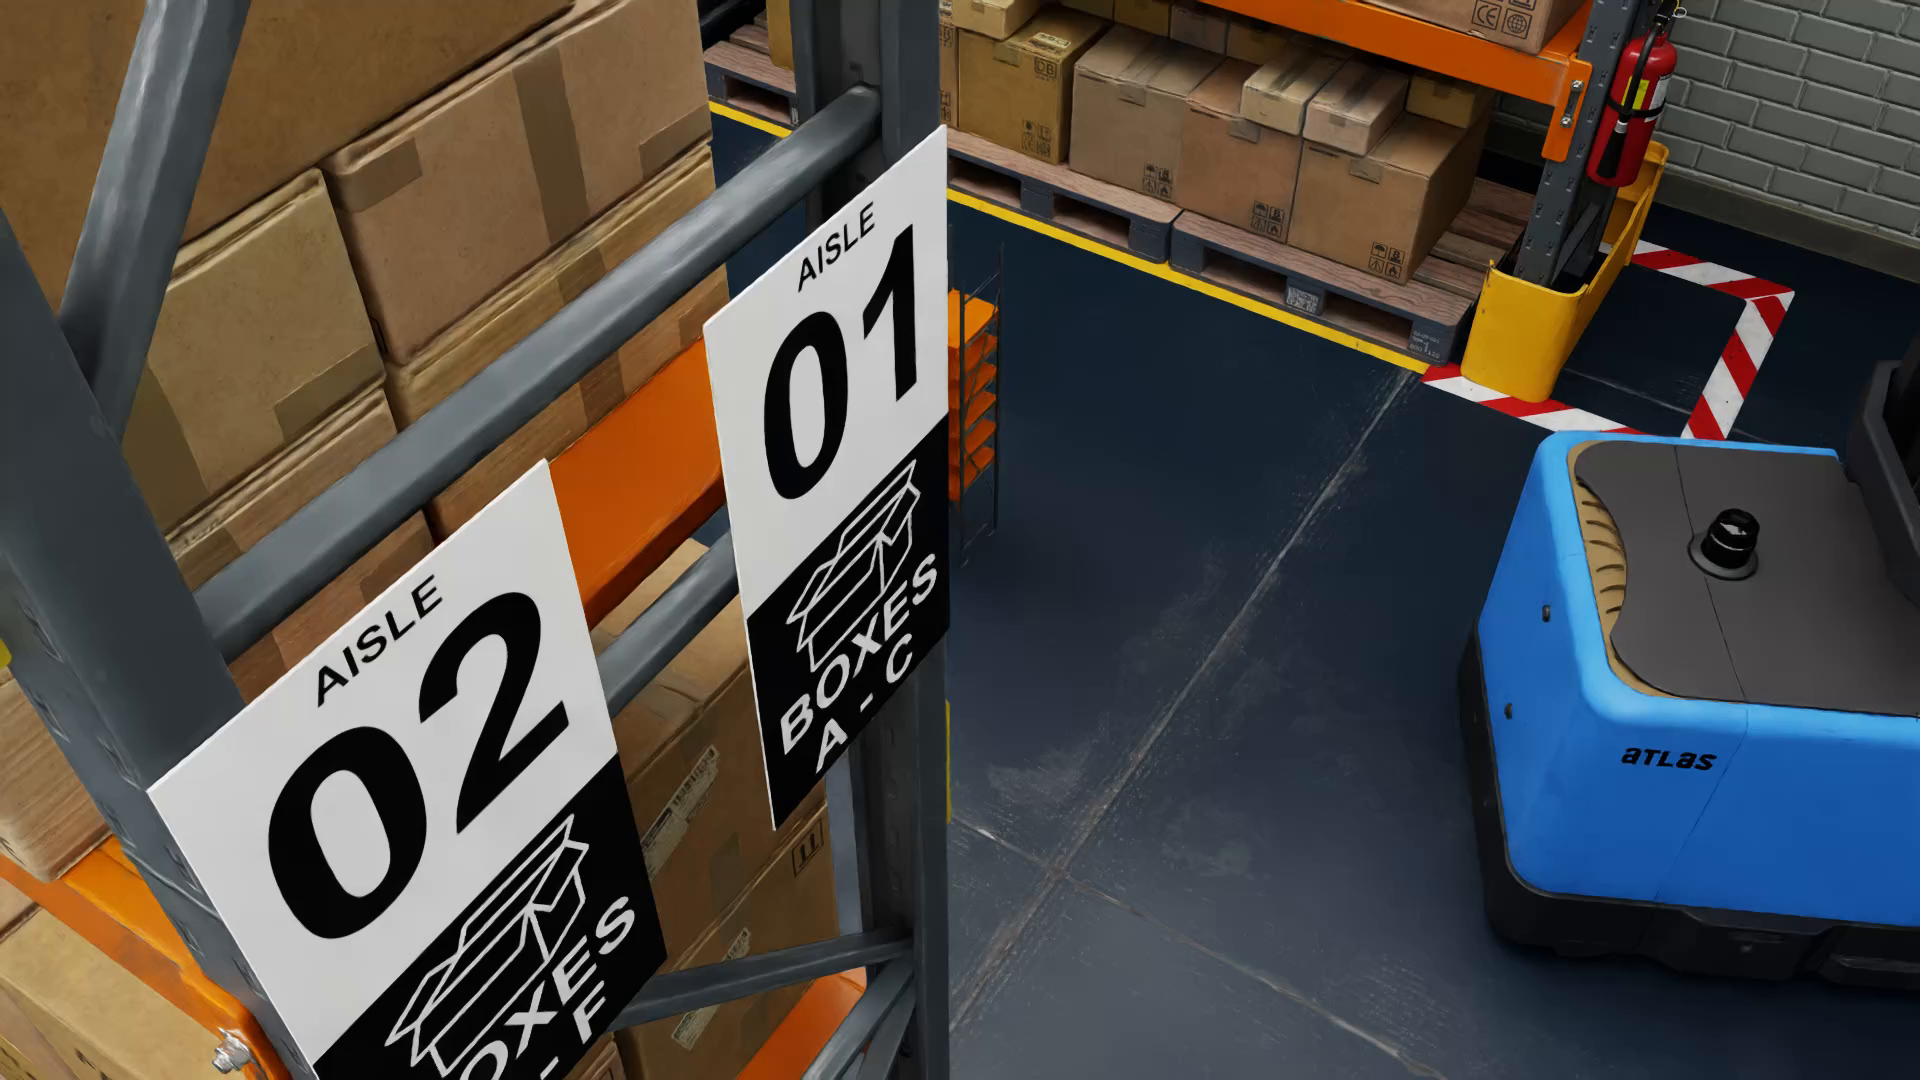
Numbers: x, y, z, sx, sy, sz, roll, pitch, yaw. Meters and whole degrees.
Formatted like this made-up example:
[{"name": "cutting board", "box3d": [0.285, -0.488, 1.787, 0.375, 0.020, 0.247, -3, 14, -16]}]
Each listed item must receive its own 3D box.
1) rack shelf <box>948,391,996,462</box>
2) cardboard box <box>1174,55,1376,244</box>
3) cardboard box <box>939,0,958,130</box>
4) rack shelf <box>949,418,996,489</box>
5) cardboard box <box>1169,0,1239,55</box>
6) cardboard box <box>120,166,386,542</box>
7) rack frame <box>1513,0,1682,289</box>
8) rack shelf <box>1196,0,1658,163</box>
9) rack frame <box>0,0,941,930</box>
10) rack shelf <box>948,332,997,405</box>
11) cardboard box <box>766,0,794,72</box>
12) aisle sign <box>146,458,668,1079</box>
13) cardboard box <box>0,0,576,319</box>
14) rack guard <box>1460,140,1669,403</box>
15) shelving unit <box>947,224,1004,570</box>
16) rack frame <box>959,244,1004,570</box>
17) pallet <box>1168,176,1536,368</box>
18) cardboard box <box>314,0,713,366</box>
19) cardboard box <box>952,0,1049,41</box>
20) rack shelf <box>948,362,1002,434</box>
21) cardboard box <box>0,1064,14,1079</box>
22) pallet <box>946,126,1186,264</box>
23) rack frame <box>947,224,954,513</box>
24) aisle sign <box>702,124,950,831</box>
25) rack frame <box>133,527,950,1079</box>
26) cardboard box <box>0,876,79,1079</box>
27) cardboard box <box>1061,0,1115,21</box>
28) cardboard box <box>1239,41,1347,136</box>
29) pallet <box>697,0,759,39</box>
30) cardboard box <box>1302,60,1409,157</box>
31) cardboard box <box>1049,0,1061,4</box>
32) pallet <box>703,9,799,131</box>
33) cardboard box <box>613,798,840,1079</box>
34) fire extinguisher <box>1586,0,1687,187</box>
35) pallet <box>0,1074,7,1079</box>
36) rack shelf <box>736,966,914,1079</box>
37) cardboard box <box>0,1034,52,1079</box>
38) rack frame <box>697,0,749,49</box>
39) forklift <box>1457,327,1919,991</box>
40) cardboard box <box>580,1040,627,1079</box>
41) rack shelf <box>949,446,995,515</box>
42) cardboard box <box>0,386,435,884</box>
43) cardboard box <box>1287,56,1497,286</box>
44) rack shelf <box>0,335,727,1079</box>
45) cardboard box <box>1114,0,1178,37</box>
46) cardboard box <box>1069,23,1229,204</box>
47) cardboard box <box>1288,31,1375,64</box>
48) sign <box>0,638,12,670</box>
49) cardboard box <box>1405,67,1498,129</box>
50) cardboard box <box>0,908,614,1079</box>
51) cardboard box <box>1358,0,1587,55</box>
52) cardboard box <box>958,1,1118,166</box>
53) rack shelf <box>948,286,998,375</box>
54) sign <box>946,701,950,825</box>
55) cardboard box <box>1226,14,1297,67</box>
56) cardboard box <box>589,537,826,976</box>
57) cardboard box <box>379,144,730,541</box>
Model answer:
[{"name": "rack shelf", "box3d": [-0.012, -0.393, 5.357, 0.180, 0.103, 0.258, 25, 51, 22]}, {"name": "cardboard box", "box3d": [1.269, -1.650, 6.712, 0.500, 0.500, 0.700, 25, 51, 22]}, {"name": "cardboard box", "box3d": [-0.039, -2.246, 7.291, 0.500, 0.500, 0.700, 24, 51, 22]}, {"name": "rack shelf", "box3d": [-0.012, -0.309, 5.443, 0.180, 0.103, 0.258, 25, 51, 22]}, {"name": "cardboard box", "box3d": [1.051, -2.145, 6.741, 0.250, 0.149, 0.380, 25, 51, 23]}, {"name": "cardboard box", "box3d": [-0.908, -0.191, 1.508, 0.500, 0.250, 0.500, 25, 51, 22]}, {"name": "rack frame", "box3d": [2.333, -1.970, 5.573, 0.127, 3.000, 1.000, 25, 51, 22]}, {"name": "rack shelf", "box3d": [0.650, -2.494, 6.584, 4.000, 0.370, 1.077, 25, 51, 22]}, {"name": "rack frame", "box3d": [-0.338, -1.069, 0.514, 0.127, 3.000, 1.000, 25, 51, 22]}, {"name": "rack shelf", "box3d": [-0.012, -0.560, 5.185, 0.180, 0.103, 0.258, 25, 51, 22]}, {"name": "cardboard box", "box3d": [-0.460, -2.443, 7.482, 0.500, 0.500, 0.700, 25, 51, 23]}, {"name": "aisle sign", "box3d": [-0.446, 0.327, 1.528, 0.004, 0.787, 0.394, 25, 51, 22]}, {"name": "cardboard box", "box3d": [-0.779, -0.596, 1.379, 0.500, 0.500, 0.700, 25, 51, 22]}, {"name": "rack guard", "box3d": [2.353, -1.090, 6.460, 0.348, 0.500, 1.175, 25, 51, 22]}, {"name": "shelving unit", "box3d": [-0.012, -0.424, 5.325, 0.189, 1.200, 0.258, 25, 51, 22]}, {"name": "rack frame", "box3d": [0.065, -0.388, 5.291, 0.006, 1.200, 0.240, 25, 51, 22]}, {"name": "pallet", "box3d": [1.618, -1.261, 6.828, 1.213, 0.211, 1.003, 25, 51, 22]}, {"name": "cardboard box", "box3d": [-0.630, -0.502, 1.810, 0.500, 0.250, 0.500, 25, 51, 22]}, {"name": "cardboard box", "box3d": [0.170, -2.224, 6.818, 0.250, 0.149, 0.380, 23, 50, 21]}, {"name": "rack shelf", "box3d": [-0.012, -0.476, 5.271, 0.180, 0.103, 0.258, 25, 51, 22]}, {"name": "cardboard box", "box3d": [-1.718, 0.582, 3.023, 0.500, 0.500, 0.500, 25, 51, 22]}, {"name": "pallet", "box3d": [0.595, -1.734, 7.288, 1.213, 0.211, 1.003, 25, 51, 22]}, {"name": "rack frame", "box3d": [-0.089, -0.459, 5.360, 0.006, 1.200, 0.240, 25, 51, 22]}, {"name": "aisle sign", "box3d": [-0.122, -0.035, 1.880, 0.004, 0.787, 0.394, 25, 51, 22]}, {"name": "rack frame", "box3d": [-0.338, 1.022, 2.666, 0.127, 3.000, 1.000, 25, 51, 22]}, {"name": "cardboard box", "box3d": [-1.287, 0.437, 2.467, 0.500, 0.500, 0.500, 26, 51, 23]}, {"name": "cardboard box", "box3d": [0.622, -2.343, 6.933, 0.250, 0.149, 0.380, 24, 50, 21]}, {"name": "cardboard box", "box3d": [1.268, -1.720, 6.328, 0.250, 0.149, 0.380, 26, 51, 23]}, {"name": "pallet", "box3d": [-1.724, -2.800, 8.324, 1.213, 0.211, 1.003, 25, 51, 22]}, {"name": "cardboard box", "box3d": [1.484, -1.622, 6.232, 0.250, 0.149, 0.380, 24, 51, 22]}, {"name": "cardboard box", "box3d": [0.404, -2.442, 7.029, 0.250, 0.149, 0.380, 25, 51, 22]}, {"name": "pallet", "box3d": [-0.436, -2.206, 7.746, 1.213, 0.211, 1.003, 25, 51, 22]}, {"name": "cardboard box", "box3d": [-0.569, 0.656, 2.952, 0.500, 0.500, 0.500, 26, 51, 23]}, {"name": "fire extinguisher", "box3d": [2.211, -1.476, 5.407, 0.183, 0.674, 0.296, 25, 51, 22]}, {"name": "pallet", "box3d": [-2.096, 1.183, 4.453, 1.213, 0.211, 1.003, 25, 51, 22]}, {"name": "rack shelf", "box3d": [-2.021, 0.498, 3.676, 4.000, 0.370, 1.077, 25, 51, 22]}, {"name": "cardboard box", "box3d": [-1.300, 0.779, 2.832, 0.500, 0.500, 0.500, 25, 51, 22]}, {"name": "rack frame", "box3d": [-1.034, -3.519, 7.078, 0.127, 3.000, 1.000, 25, 51, 22]}, {"name": "forklift", "box3d": [3.022, -0.121, 3.824, 3.031, 2.935, 1.130, 5, 46, 4]}, {"name": "cardboard box", "box3d": [-0.862, 0.978, 2.639, 0.500, 0.500, 0.500, 26, 51, 23]}, {"name": "rack shelf", "box3d": [-0.012, -0.226, 5.529, 0.180, 0.103, 0.258, 25, 51, 22]}, {"name": "cardboard box", "box3d": [-0.913, -0.011, 1.682, 0.500, 0.250, 0.500, 25, 51, 22]}, {"name": "cardboard box", "box3d": [1.690, -1.456, 6.524, 0.500, 0.500, 0.700, 25, 51, 22]}, {"name": "rack shelf", "box3d": [-2.021, -0.547, 2.600, 4.000, 0.370, 1.077, 25, 51, 22]}, {"name": "cardboard box", "box3d": [0.835, -2.244, 6.837, 0.250, 0.149, 0.380, 25, 51, 22]}, {"name": "cardboard box", "box3d": [0.845, -1.844, 6.901, 0.500, 0.500, 0.700, 23, 50, 21]}, {"name": "cardboard box", "box3d": [1.476, -1.950, 6.551, 0.250, 0.149, 0.380, 25, 51, 22]}, {"name": "sign", "box3d": [-0.654, -0.005, 0.954, 0.005, 0.325, 0.100, 25, 51, 22]}, {"name": "cardboard box", "box3d": [1.903, -1.755, 6.361, 0.250, 0.149, 0.380, 25, 51, 22]}, {"name": "cardboard box", "box3d": [-0.861, 0.632, 2.277, 0.500, 0.500, 0.500, 24, 51, 22]}, {"name": "cardboard box", "box3d": [1.899, -2.266, 5.651, 0.700, 0.700, 0.980, 27, 52, 24]}, {"name": "cardboard box", "box3d": [0.392, -2.046, 7.097, 0.500, 0.500, 0.700, 26, 51, 23]}, {"name": "rack shelf", "box3d": [-0.012, -0.644, 5.099, 0.180, 0.103, 0.258, 25, 51, 22]}, {"name": "sign", "box3d": [-0.045, 0.392, 2.674, 0.005, 0.325, 0.100, 25, 51, 22]}, {"name": "cardboard box", "box3d": [1.266, -2.047, 6.646, 0.250, 0.149, 0.380, 25, 51, 22]}, {"name": "cardboard box", "box3d": [-0.569, 0.307, 2.593, 0.500, 0.500, 0.500, 26, 51, 23]}, {"name": "cardboard box", "box3d": [-0.633, -0.324, 1.986, 0.500, 0.250, 0.500, 25, 51, 22]}]
